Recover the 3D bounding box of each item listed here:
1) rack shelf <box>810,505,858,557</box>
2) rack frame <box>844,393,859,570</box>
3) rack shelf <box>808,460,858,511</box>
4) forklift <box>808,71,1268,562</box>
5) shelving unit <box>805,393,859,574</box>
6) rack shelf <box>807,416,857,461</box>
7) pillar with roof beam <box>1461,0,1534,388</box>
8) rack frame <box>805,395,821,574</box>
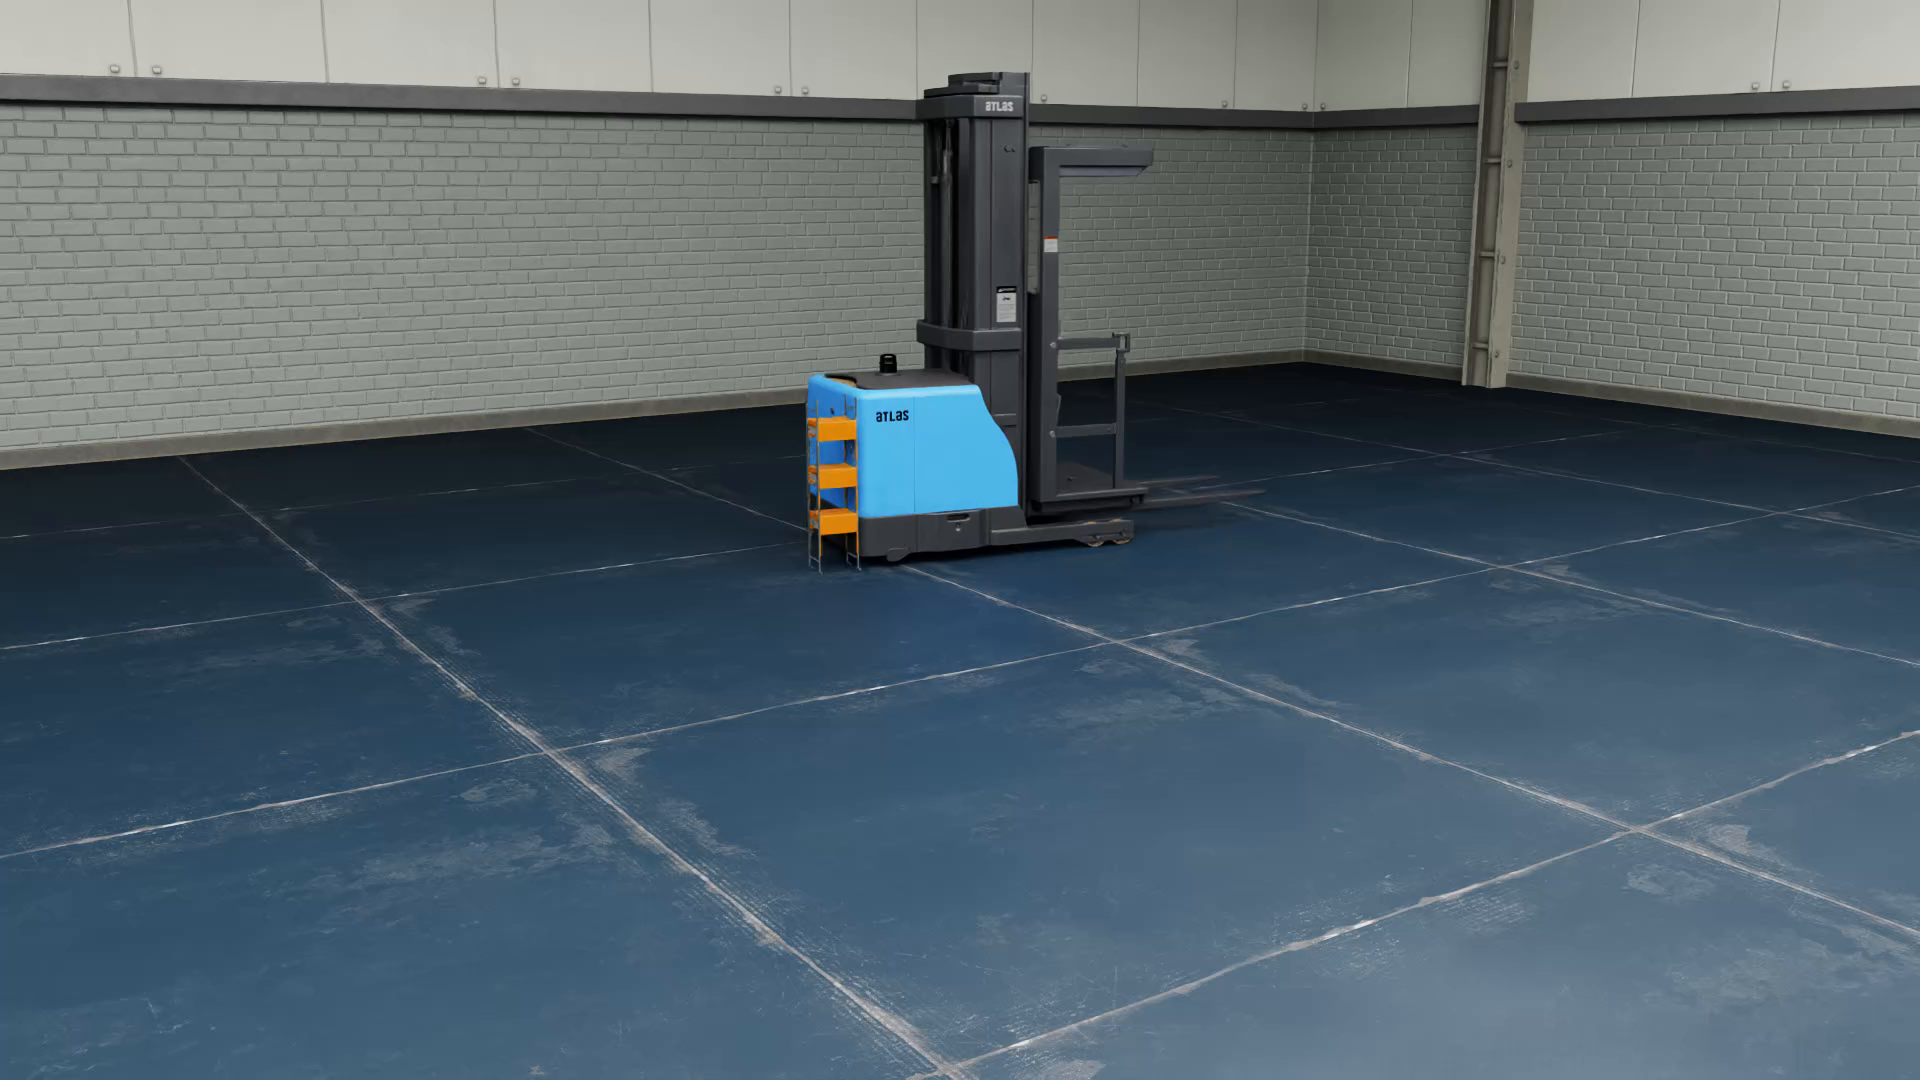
[{"bbox_3d":[-0.764,-0.057,10.018,0.240,0.259,0.215,-5,13,-23],"label":"rack shelf"},{"bbox_3d":[-0.652,-0.350,10.005,0.008,1.050,0.200,-5,13,-23],"label":"rack frame"},{"bbox_3d":[-0.764,-0.329,9.958,0.240,0.259,0.215,-5,13,-23],"label":"rack shelf"},{"bbox_3d":[0.576,-1.484,10.785,3.031,2.935,1.130,-5,13,-23],"label":"forklift"},{"bbox_3d":[-0.764,-0.339,9.956,0.252,1.050,0.215,-5,13,-23],"label":"shelving unit"},{"bbox_3d":[-0.764,-0.606,9.898,0.240,0.259,0.215,-5,13,-23],"label":"rack shelf"},{"bbox_3d":[2.364,-5.639,15.582,9.100,9.000,0.400,-8,15,-33],"label":"pillar with roof beam"},{"bbox_3d":[-0.875,-0.329,9.907,0.008,1.050,0.200,-5,13,-23],"label":"rack frame"}]
